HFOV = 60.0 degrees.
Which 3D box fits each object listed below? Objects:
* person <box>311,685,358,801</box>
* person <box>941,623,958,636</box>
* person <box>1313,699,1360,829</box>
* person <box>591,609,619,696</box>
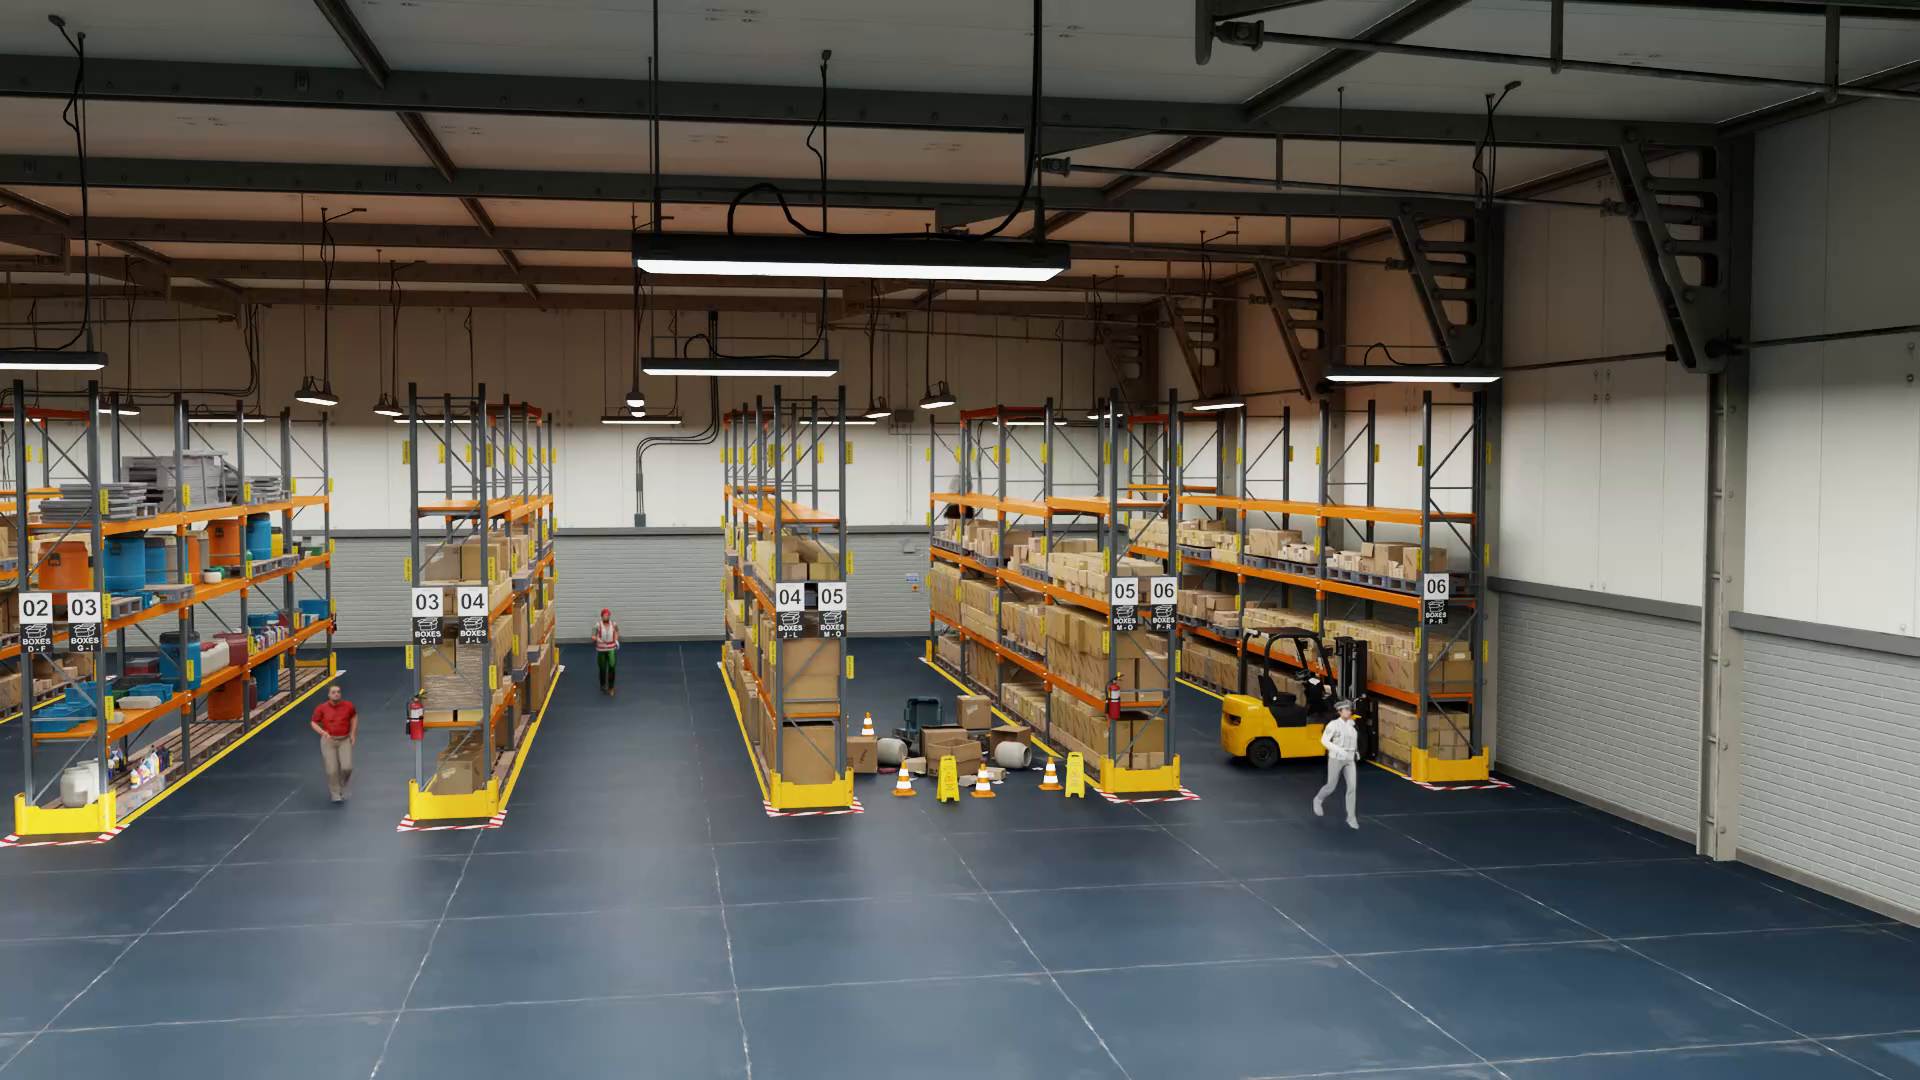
[{"bbox_3d":[-8.995,2.938,23.973,0.660,1.693,0.584,-1,3,-27],"label":"person"},{"bbox_3d":[-0.198,2.027,41.869,0.558,1.714,0.772,1,3,27],"label":"person"},{"bbox_3d":[5.200,3.003,22.604,0.657,1.692,0.947,-1,3,-21],"label":"person"},{"bbox_3d":[-7.432,2.346,34.865,0.588,1.831,0.835,-1,3,-14],"label":"person"}]
